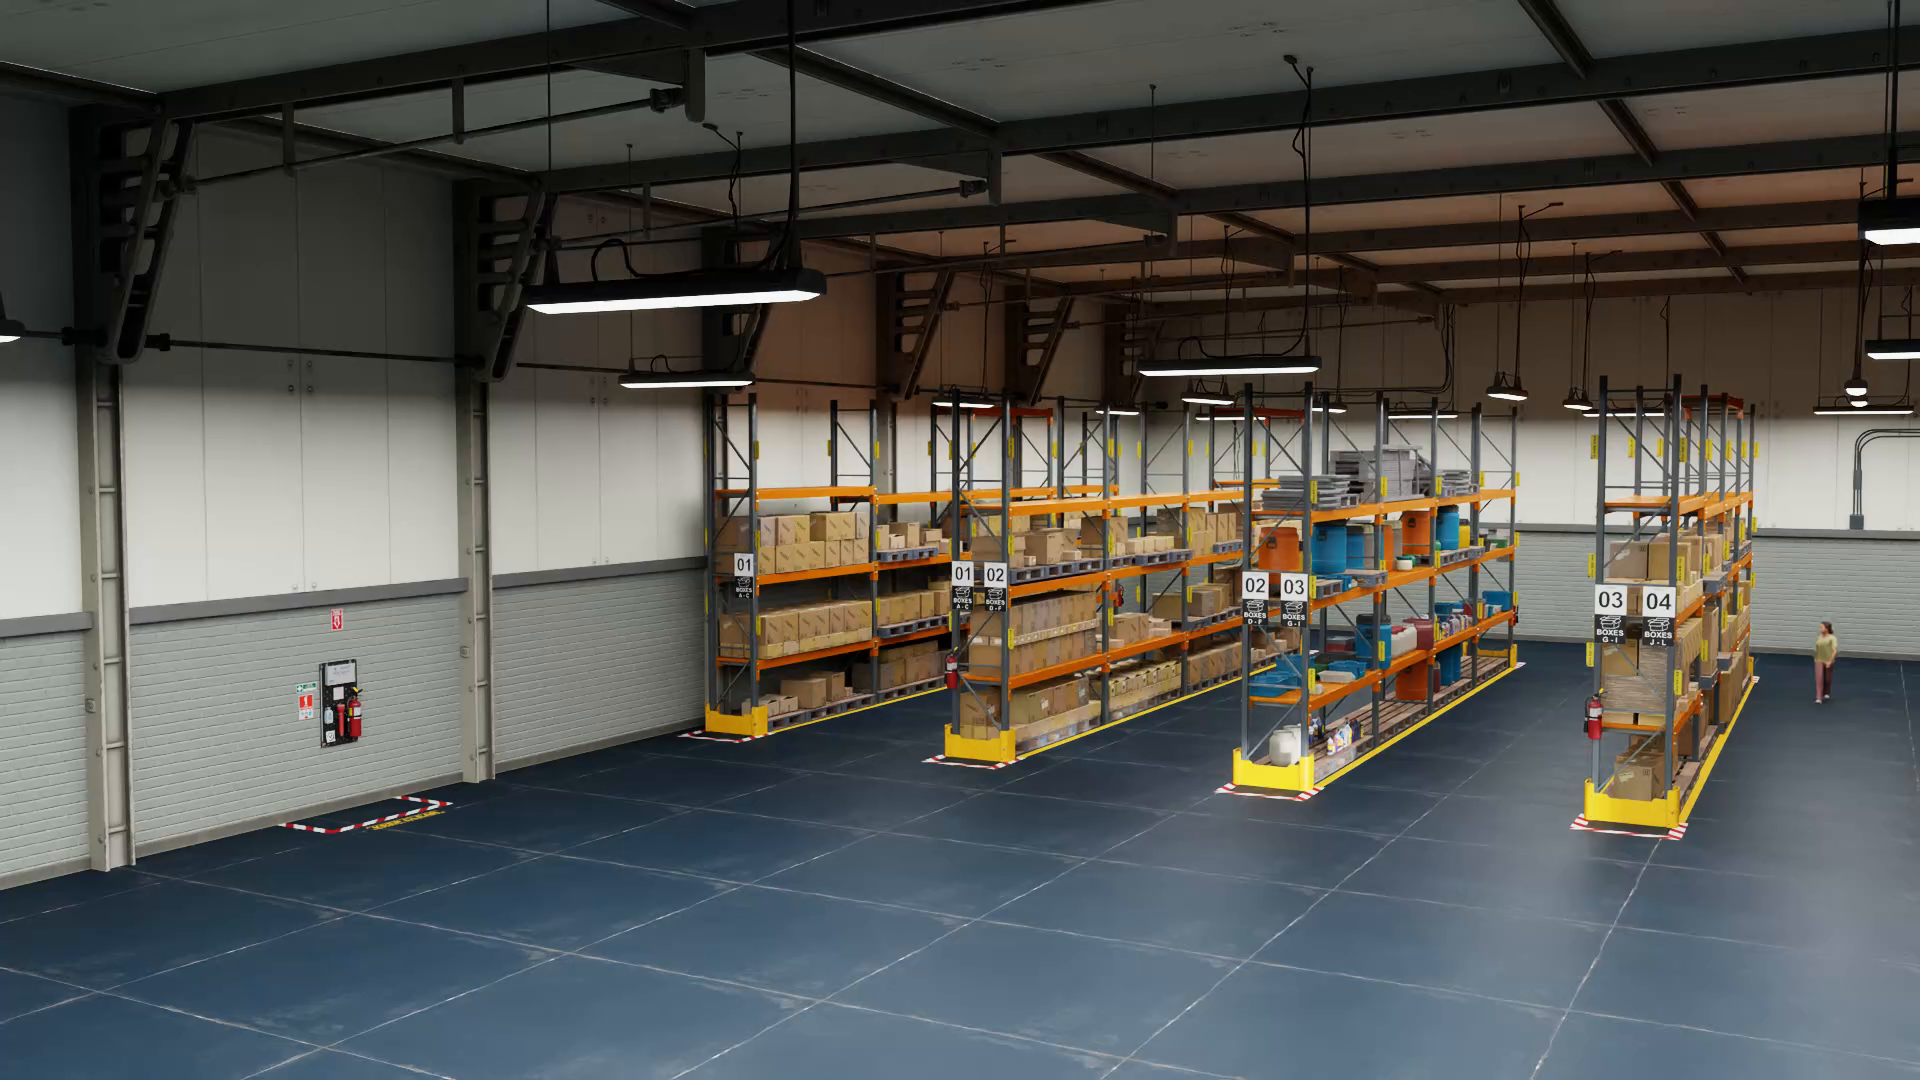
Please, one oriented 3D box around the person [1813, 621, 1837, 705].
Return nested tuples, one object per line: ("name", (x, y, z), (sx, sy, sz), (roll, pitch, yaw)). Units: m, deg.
("person", (17.078, 2.418, 32.835), (0.412, 1.621, 1.034), (1, 3, 24))
